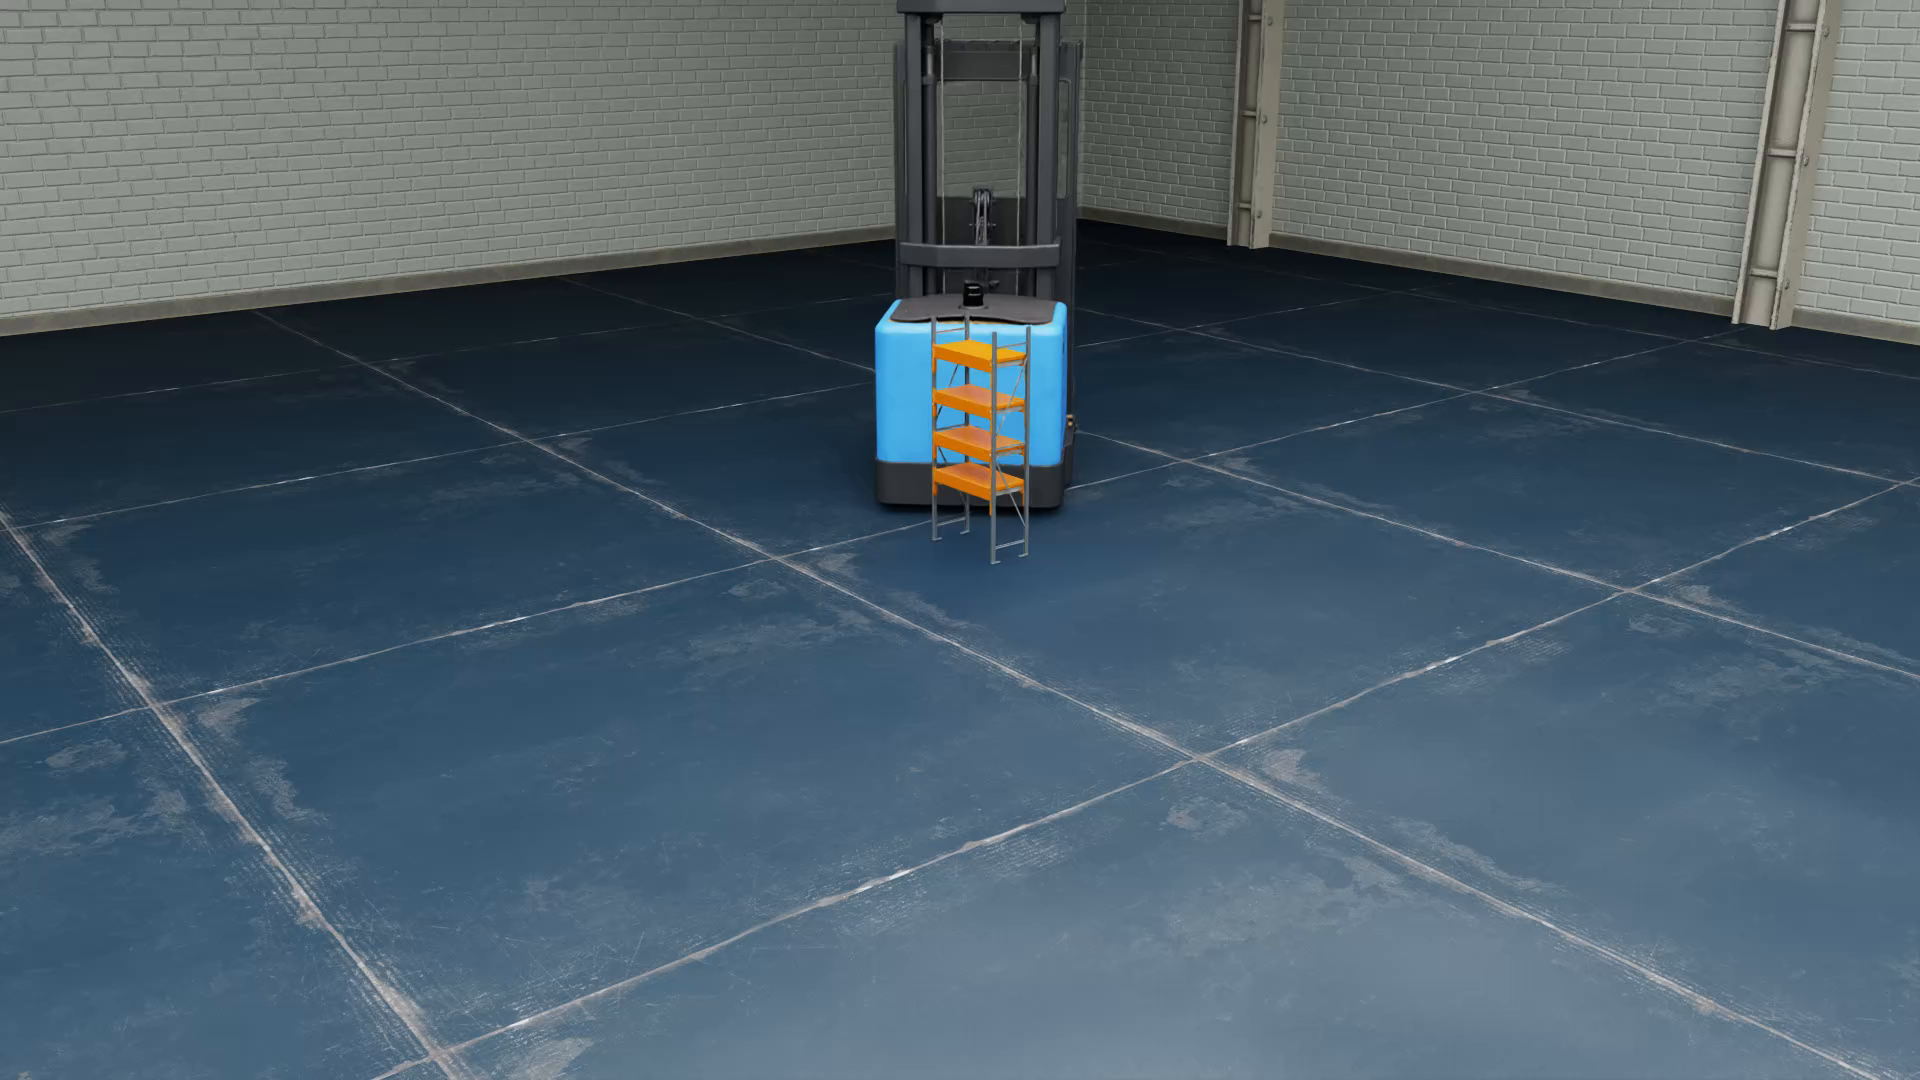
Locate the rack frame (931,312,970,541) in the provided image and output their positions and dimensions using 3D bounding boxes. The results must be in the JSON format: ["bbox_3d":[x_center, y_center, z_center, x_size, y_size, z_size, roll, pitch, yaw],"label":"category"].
[{"bbox_3d":[-0.049,-0.589,8.732,0.240,1.200,0.015,-14,23,-36],"label":"rack frame"}]

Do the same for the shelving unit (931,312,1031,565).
[{"bbox_3d":[0.103,-0.529,8.551,0.258,1.200,0.503,-14,23,-36],"label":"shelving unit"}]

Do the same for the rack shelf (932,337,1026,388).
[{"bbox_3d":[0.103,-0.902,8.427,0.258,0.148,0.480,-14,23,-36],"label":"rack shelf"}]

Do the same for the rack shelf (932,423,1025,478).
[{"bbox_3d":[0.103,-0.465,8.572,0.258,0.148,0.480,-14,23,-36],"label":"rack shelf"}]

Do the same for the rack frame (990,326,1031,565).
[{"bbox_3d":[0.254,-0.469,8.369,0.240,1.200,0.015,-14,23,-36],"label":"rack frame"}]

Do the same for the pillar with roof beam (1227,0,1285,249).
[{"bbox_3d":[-0.072,-6.803,15.091,9.100,9.000,0.400,-14,23,-36],"label":"pillar with roof beam"}]

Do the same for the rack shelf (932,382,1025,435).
[{"bbox_3d":[0.103,-0.677,8.502,0.258,0.148,0.480,-14,23,-36],"label":"rack shelf"}]

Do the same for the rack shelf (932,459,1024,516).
[{"bbox_3d":[0.103,-0.276,8.634,0.258,0.148,0.480,-14,23,-36],"label":"rack shelf"}]

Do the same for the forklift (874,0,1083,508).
[{"bbox_3d":[0.177,-1.985,10.195,1.130,2.935,3.031,2,18,5],"label":"forklift"}]

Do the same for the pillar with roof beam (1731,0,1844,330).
[{"bbox_3d":[3.653,-5.324,10.626,9.100,9.000,0.400,-14,23,-36],"label":"pillar with roof beam"}]
